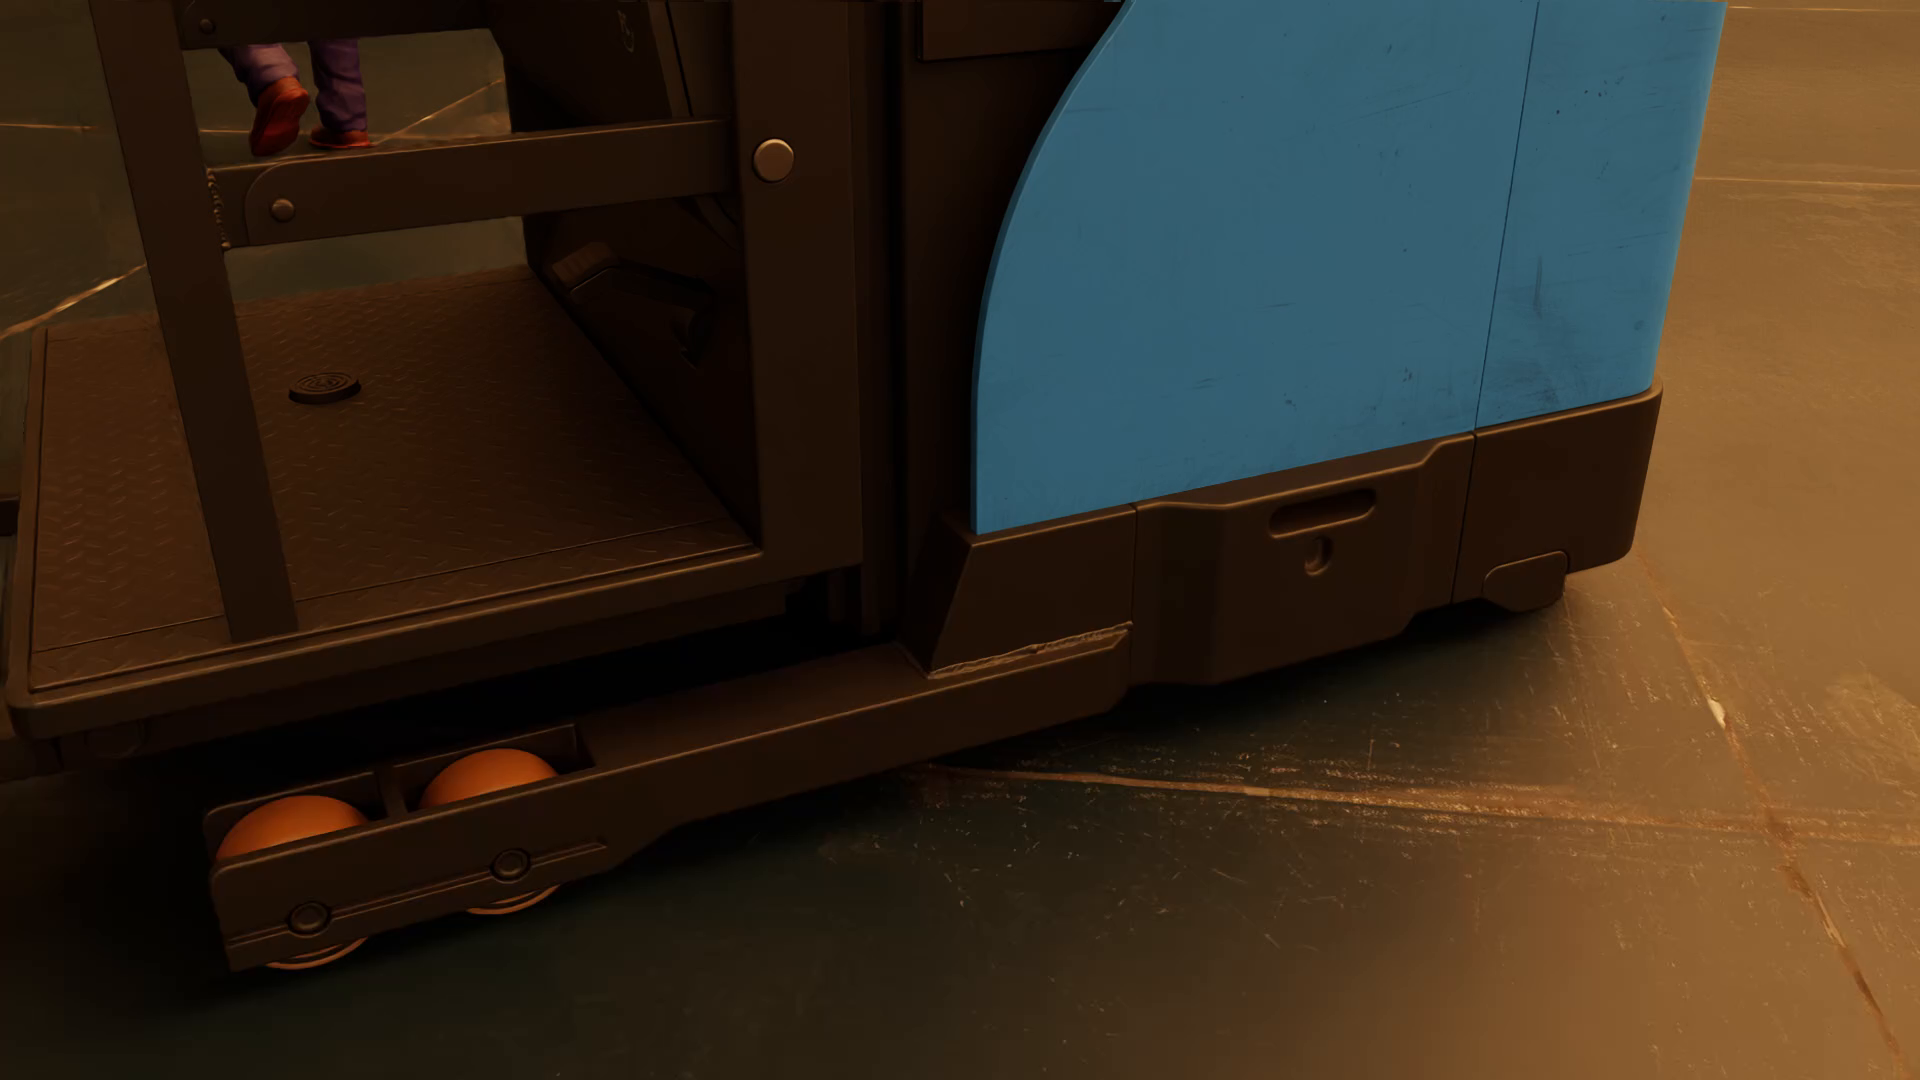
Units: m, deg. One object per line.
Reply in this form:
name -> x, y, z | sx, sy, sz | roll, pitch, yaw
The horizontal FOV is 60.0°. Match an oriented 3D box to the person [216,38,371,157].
person -> -1.769, -1.788, 4.266 | 0.689, 1.632, 0.511 | -20, 33, -34

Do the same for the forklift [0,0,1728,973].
forklift -> -0.611, -1.156, 1.535 | 3.031, 2.935, 1.130 | -12, 29, -23
